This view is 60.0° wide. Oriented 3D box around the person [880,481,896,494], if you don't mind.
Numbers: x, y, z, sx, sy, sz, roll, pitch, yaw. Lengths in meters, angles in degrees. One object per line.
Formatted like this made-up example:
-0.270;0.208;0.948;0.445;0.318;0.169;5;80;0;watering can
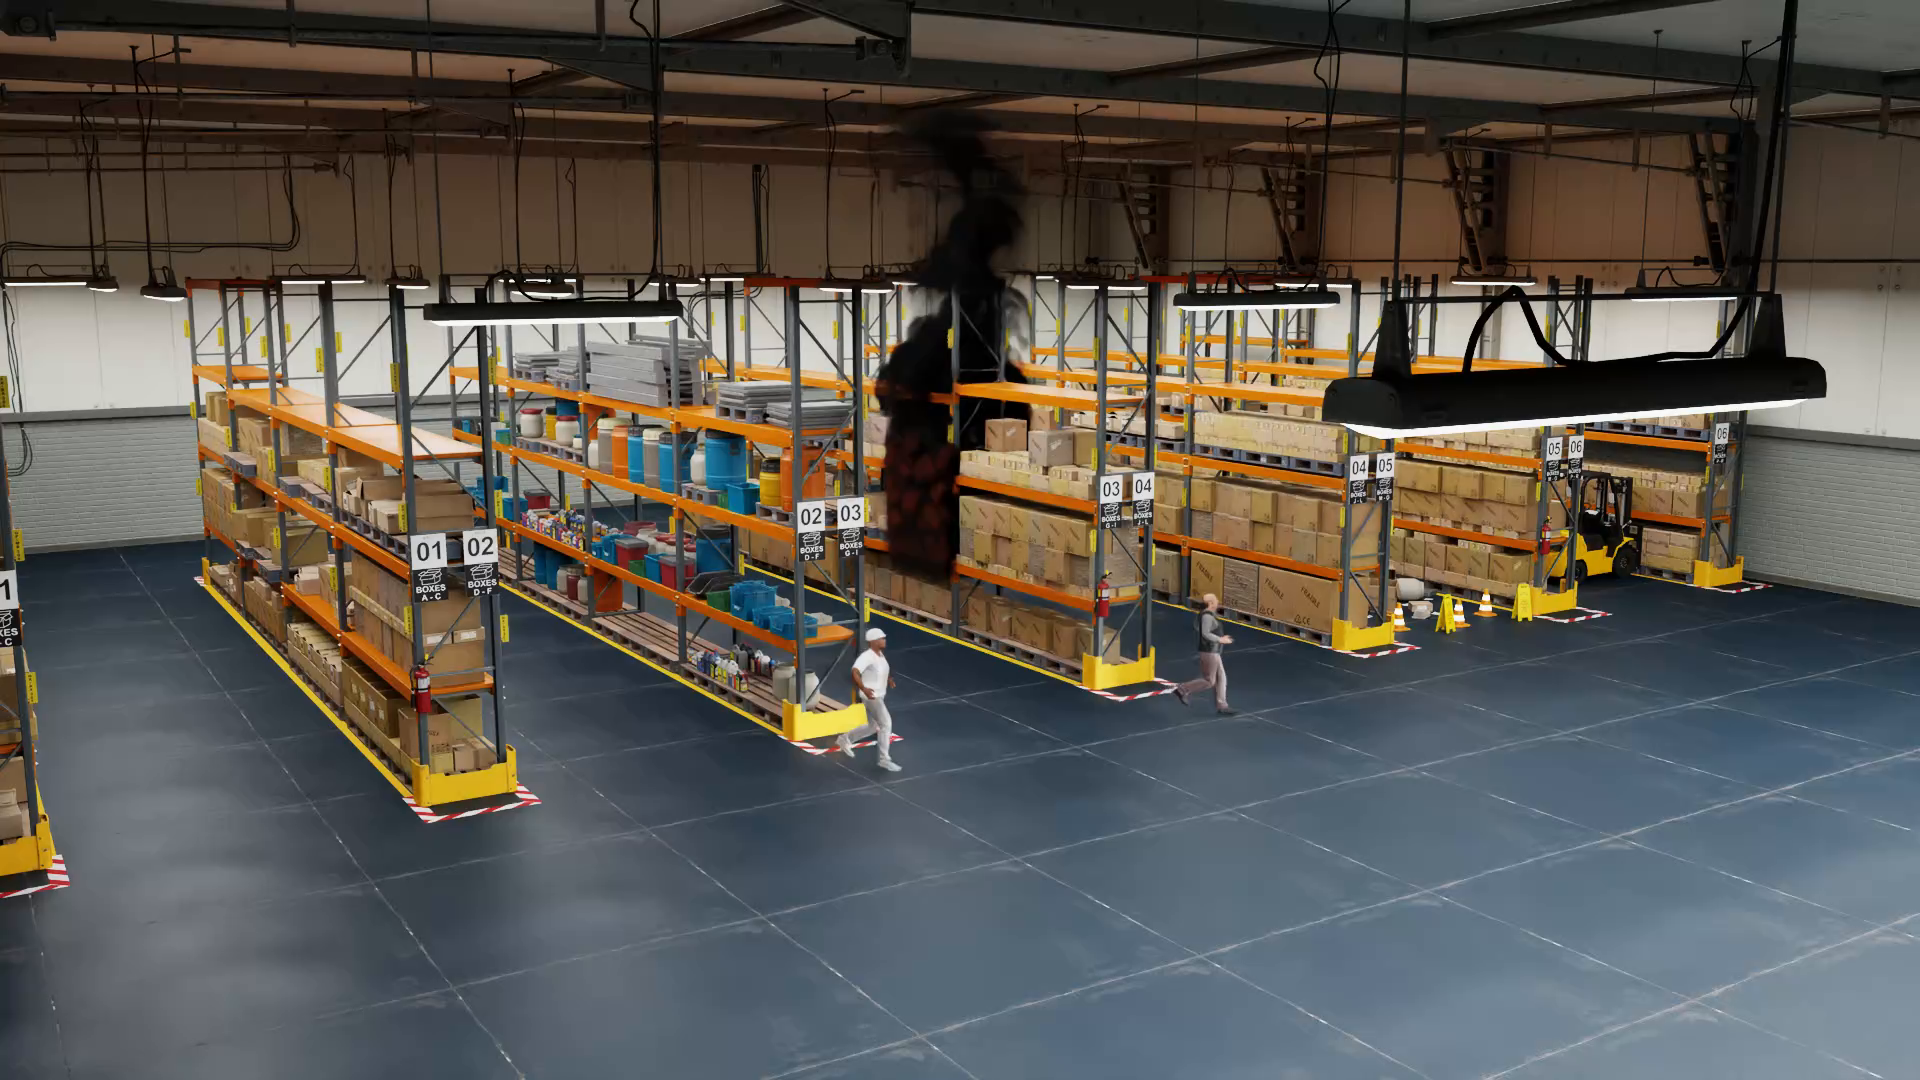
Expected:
-1.814;-1.573;42.260;0.562;1.695;0.750;3;10;16;person

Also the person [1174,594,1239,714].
3.489;1.601;23.448;0.911;1.709;0.671;1;10;8;person

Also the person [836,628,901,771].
-1.132;1.986;21.053;0.883;1.751;0.742;2;10;10;person
